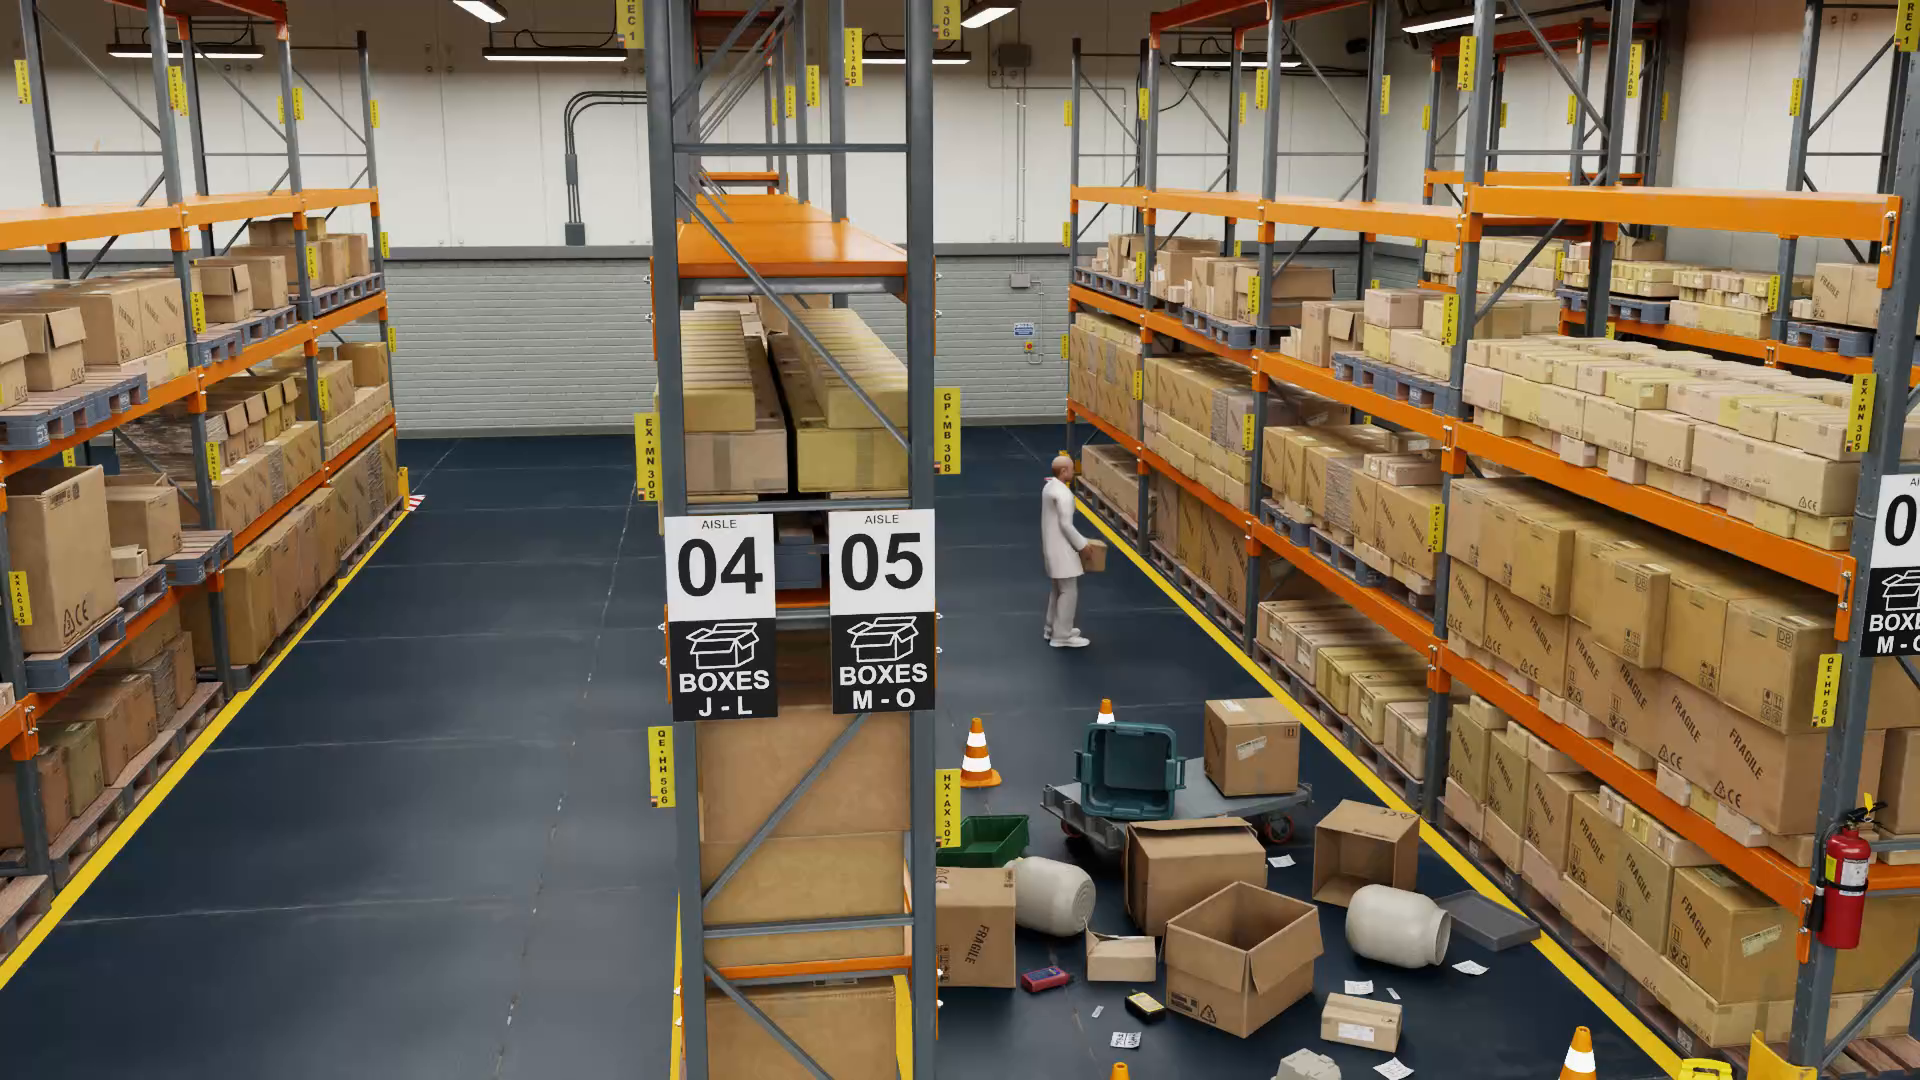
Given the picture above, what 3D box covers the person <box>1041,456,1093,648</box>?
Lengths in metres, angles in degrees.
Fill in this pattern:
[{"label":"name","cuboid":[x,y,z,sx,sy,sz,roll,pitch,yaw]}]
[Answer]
[{"label":"person","cuboid":[0.996,0.091,15.603,0.455,1.782,0.577,-2,13,-9]}]
